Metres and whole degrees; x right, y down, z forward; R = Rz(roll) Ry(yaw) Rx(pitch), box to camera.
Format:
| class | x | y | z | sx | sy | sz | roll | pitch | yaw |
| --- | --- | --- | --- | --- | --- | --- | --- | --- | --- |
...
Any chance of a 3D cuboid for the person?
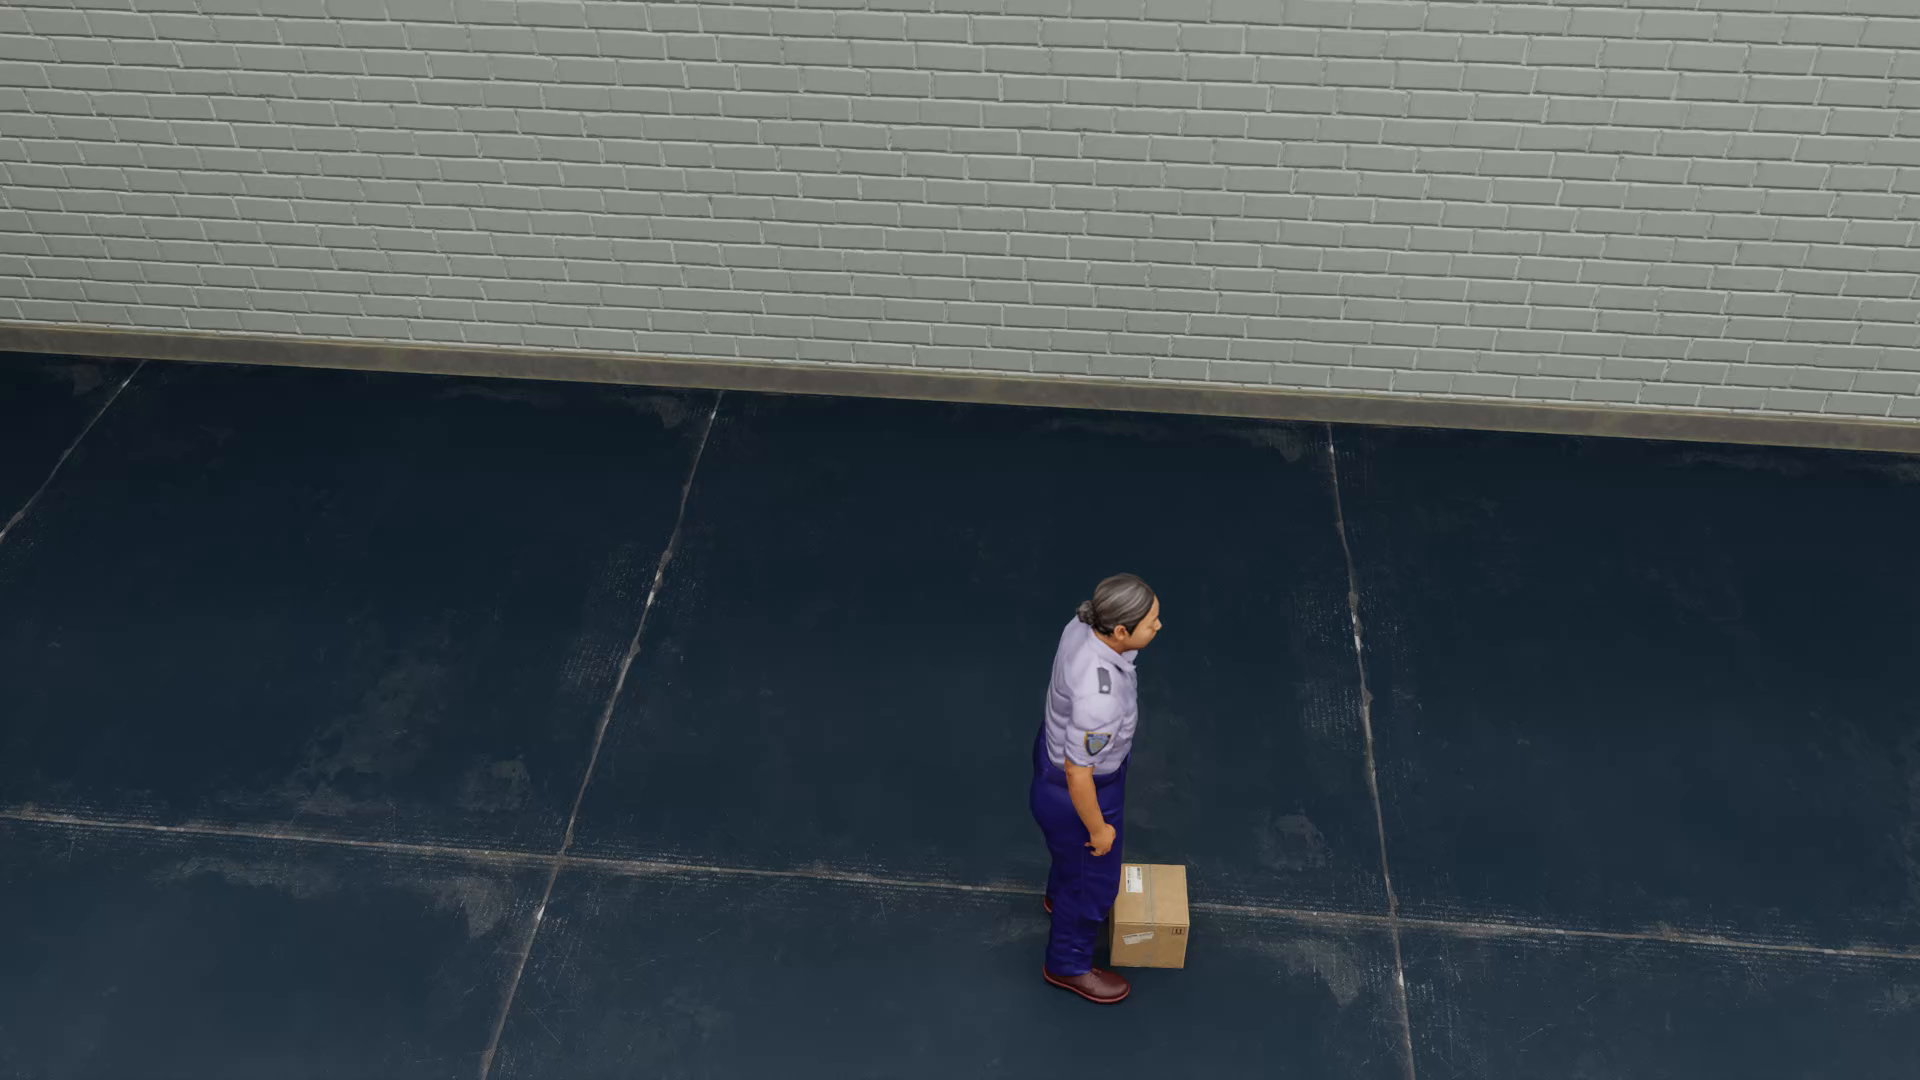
| class | x | y | z | sx | sy | sz | roll | pitch | yaw |
| --- | --- | --- | --- | --- | --- | --- | --- | --- | --- |
| person | 0.409 | 0.756 | 5.271 | 0.369 | 1.652 | 0.540 | 3 | 40 | 4 |
